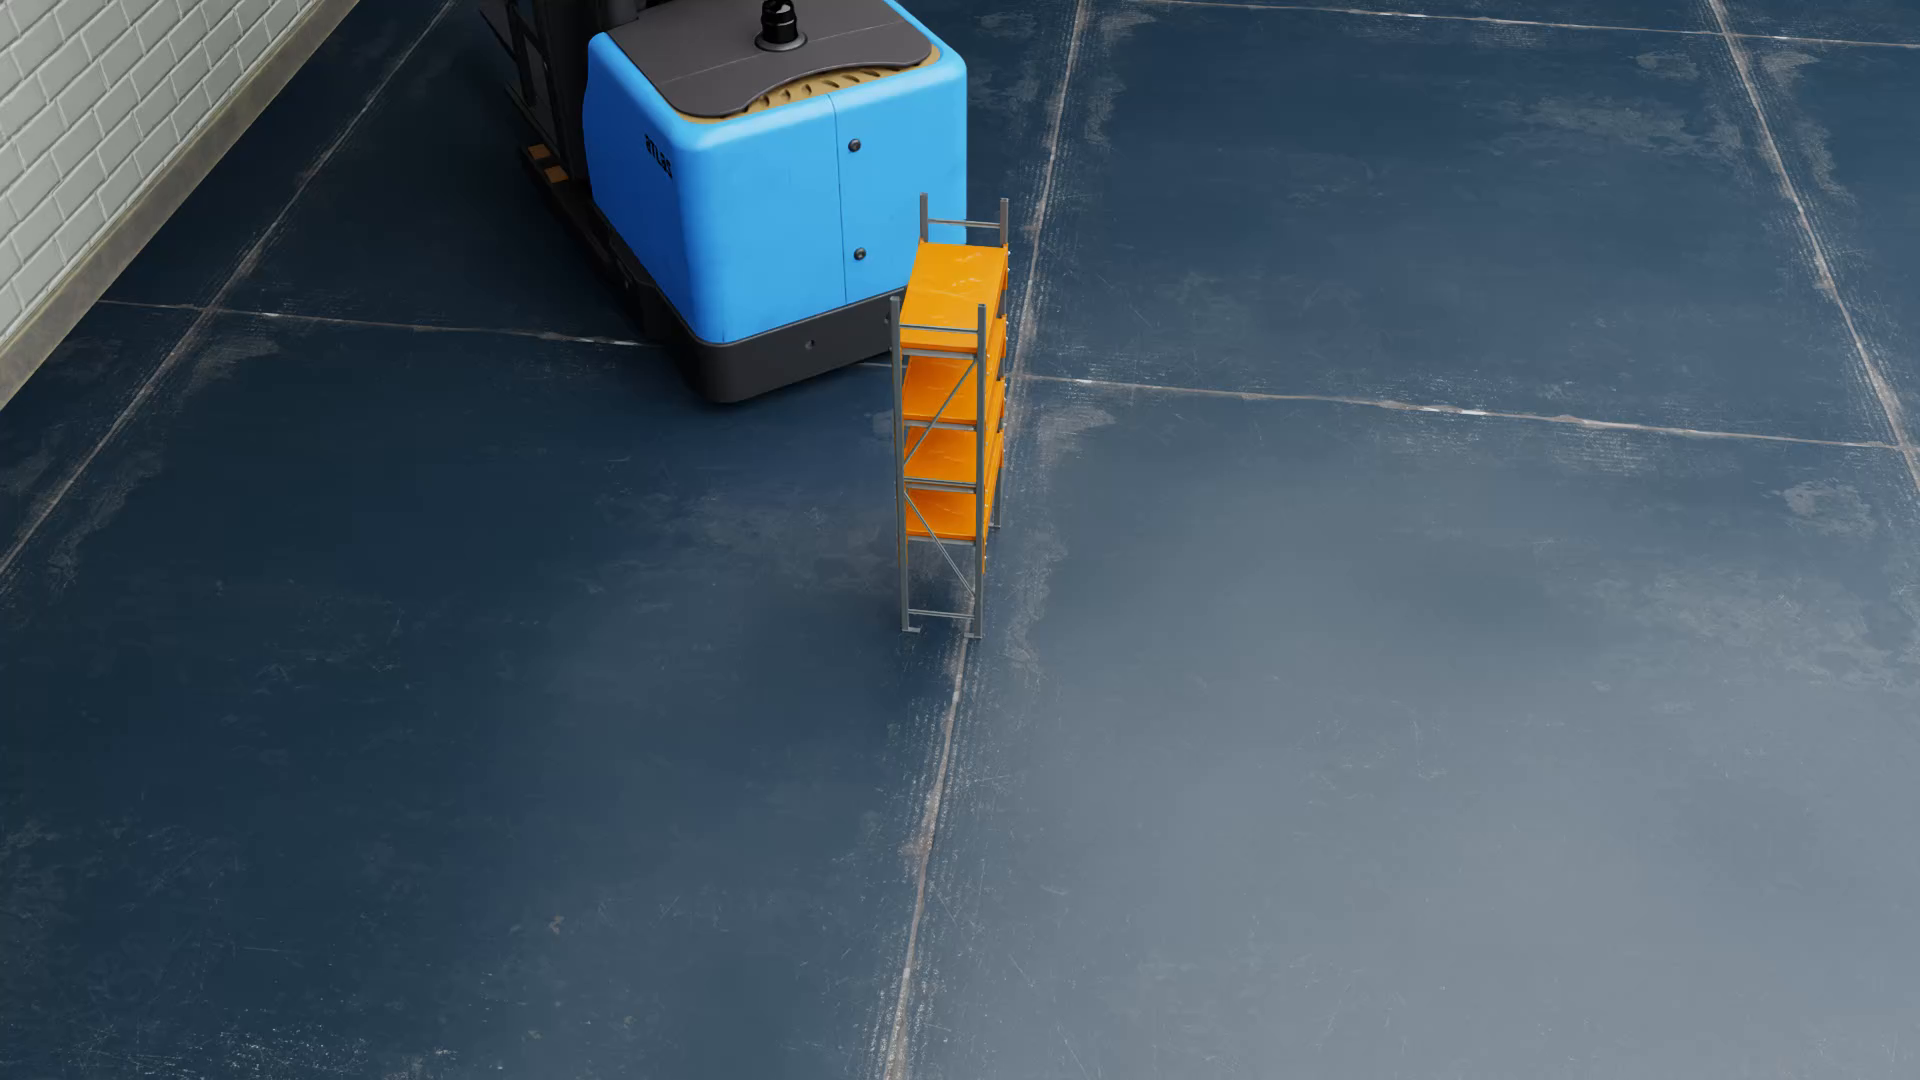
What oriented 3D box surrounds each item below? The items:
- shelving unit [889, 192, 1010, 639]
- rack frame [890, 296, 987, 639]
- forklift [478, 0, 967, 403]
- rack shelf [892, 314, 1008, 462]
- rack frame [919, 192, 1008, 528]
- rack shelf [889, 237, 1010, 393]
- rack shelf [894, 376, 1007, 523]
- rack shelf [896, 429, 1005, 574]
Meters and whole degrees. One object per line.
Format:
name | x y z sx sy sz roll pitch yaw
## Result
shelving unit | -0.022 -0.323 4.718 0.258 1.200 0.503 5 44 6
rack frame | -0.054 -0.157 4.543 0.240 1.200 0.015 5 44 6
forklift | -1.128 -2.532 5.792 1.130 2.935 3.031 -21 47 -21
rack shelf | -0.022 -0.436 4.611 0.258 0.148 0.480 5 44 6
rack frame | 0.010 -0.489 4.894 0.240 1.200 0.015 5 44 6
rack shelf | -0.022 -0.608 4.448 0.258 0.148 0.480 5 44 6
rack shelf | -0.022 -0.274 4.765 0.258 0.148 0.480 5 44 6
rack shelf | -0.022 -0.130 4.901 0.258 0.148 0.480 5 44 6
